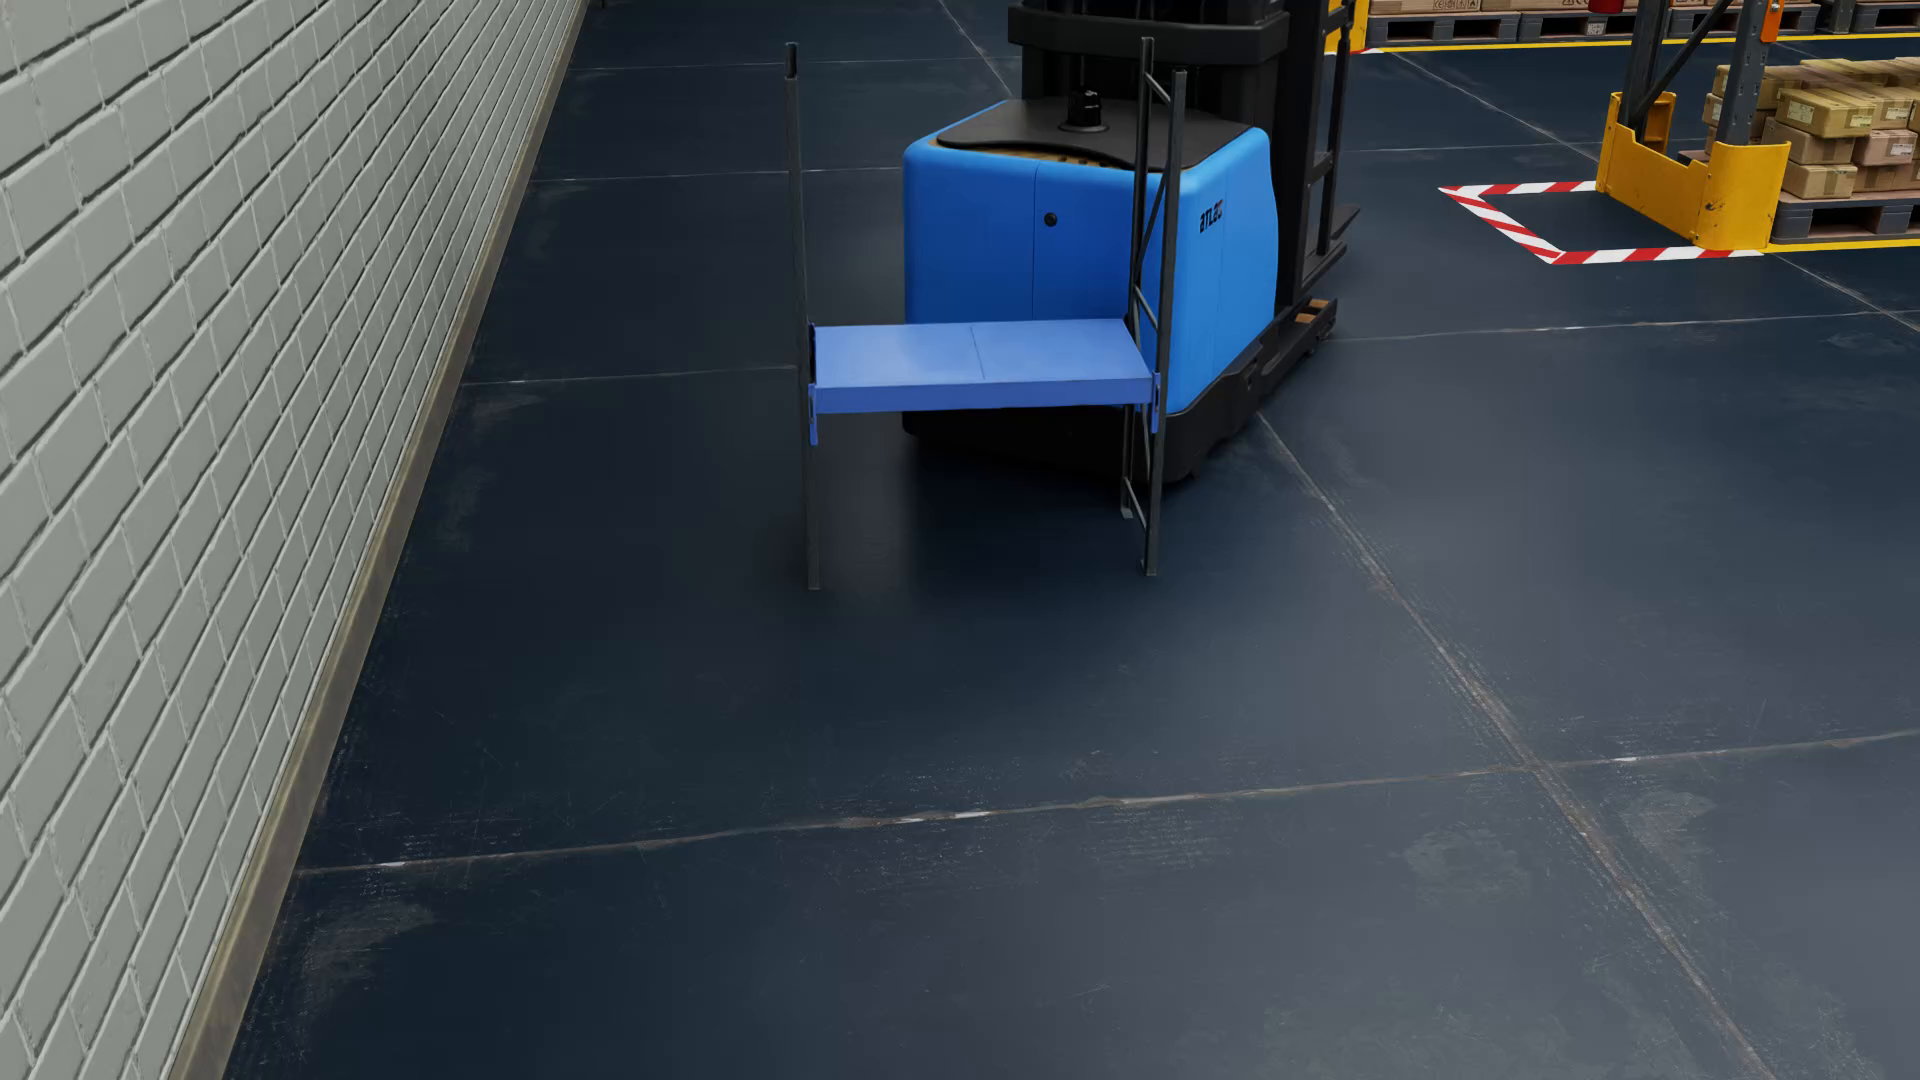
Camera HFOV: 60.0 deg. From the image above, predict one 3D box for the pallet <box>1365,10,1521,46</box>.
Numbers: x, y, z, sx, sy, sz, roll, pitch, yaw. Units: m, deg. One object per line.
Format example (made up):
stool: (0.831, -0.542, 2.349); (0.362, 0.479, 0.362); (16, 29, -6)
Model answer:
pallet: (3.564, -4.057, 12.925); (1.213, 0.211, 1.003); (-4, 27, -7)

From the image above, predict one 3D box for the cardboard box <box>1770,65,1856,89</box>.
cardboard box: (4.318, -2.301, 8.461); (0.250, 0.149, 0.380); (-3, 27, -6)

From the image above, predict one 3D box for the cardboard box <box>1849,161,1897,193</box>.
cardboard box: (4.384, -1.841, 8.214); (0.250, 0.149, 0.380); (-4, 27, -7)

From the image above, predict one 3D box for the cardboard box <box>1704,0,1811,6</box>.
cardboard box: (6.107, -4.521, 13.122); (0.875, 0.438, 0.875); (-4, 27, -8)

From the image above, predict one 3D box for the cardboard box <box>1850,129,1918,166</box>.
cardboard box: (4.406, -1.940, 8.082); (0.250, 0.149, 0.380); (-4, 27, -7)

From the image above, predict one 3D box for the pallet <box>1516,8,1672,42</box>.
pallet: (4.769, -4.133, 13.074); (1.213, 0.211, 1.003); (-4, 27, -7)

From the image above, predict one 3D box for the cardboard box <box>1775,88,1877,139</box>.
cardboard box: (4.139, -2.043, 7.957); (0.250, 0.149, 0.380); (-5, 28, -9)

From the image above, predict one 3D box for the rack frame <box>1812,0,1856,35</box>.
rack frame: (6.744, -5.466, 12.616); (0.127, 3.000, 1.000); (-4, 27, -7)

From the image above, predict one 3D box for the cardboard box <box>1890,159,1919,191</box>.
cardboard box: (4.629, -1.860, 8.251); (0.250, 0.149, 0.380); (-3, 27, -7)

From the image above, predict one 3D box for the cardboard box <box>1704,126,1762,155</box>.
cardboard box: (4.065, -2.026, 8.576); (0.250, 0.149, 0.380); (-3, 27, -6)

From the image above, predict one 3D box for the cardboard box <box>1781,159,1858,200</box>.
cardboard box: (4.136, -1.787, 8.110); (0.250, 0.149, 0.380); (-3, 27, -6)

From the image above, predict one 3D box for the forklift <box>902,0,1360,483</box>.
forklift: (0.905, -2.133, 6.196); (1.130, 2.935, 3.031); (13, 30, 23)

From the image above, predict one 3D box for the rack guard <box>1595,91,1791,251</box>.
rack guard: (3.648, -1.873, 8.352); (0.348, 0.500, 1.175); (-4, 27, -7)

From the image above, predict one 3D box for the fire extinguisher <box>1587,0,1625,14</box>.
fire extinguisher: (3.259, -2.972, 8.250); (0.183, 0.674, 0.296); (-4, 27, -7)

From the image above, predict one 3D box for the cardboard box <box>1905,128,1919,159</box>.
cardboard box: (4.636, -1.996, 8.190); (0.250, 0.149, 0.380); (-3, 27, -6)

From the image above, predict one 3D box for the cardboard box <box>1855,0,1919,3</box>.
cardboard box: (7.347, -4.783, 13.153); (0.875, 0.875, 0.875); (-3, 27, -6)

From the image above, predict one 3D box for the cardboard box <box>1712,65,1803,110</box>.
cardboard box: (4.062, -2.311, 8.480); (0.250, 0.149, 0.380); (-3, 27, -7)

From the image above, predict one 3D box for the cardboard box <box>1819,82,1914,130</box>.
cardboard box: (4.395, -2.115, 8.097); (0.250, 0.149, 0.380); (-3, 27, -6)

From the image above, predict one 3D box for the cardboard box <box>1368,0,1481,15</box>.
cardboard box: (3.422, -4.345, 12.780); (0.875, 0.438, 0.875); (-5, 28, -9)

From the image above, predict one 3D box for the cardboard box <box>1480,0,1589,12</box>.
cardboard box: (4.328, -4.407, 12.900); (0.875, 0.438, 0.875); (-3, 27, -6)

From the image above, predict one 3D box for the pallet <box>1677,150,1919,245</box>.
pallet: (4.457, -1.780, 8.488); (1.213, 0.211, 1.003); (-4, 27, -7)

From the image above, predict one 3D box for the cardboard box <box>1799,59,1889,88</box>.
cardboard box: (4.557, -2.375, 8.605); (0.250, 0.149, 0.380); (-4, 27, -8)

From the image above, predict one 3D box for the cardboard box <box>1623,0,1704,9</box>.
cardboard box: (5.221, -4.464, 13.011); (0.875, 0.438, 0.875); (-4, 27, -9)

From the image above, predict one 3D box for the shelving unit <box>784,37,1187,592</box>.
shelving unit: (0.051, -0.647, 4.868); (1.048, 1.500, 0.538); (-2, 27, -4)

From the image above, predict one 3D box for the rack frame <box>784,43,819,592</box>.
rack frame: (-0.456, -0.627, 4.830); (0.032, 1.500, 0.500); (-2, 27, -4)

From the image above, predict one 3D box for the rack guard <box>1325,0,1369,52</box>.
rack guard: (2.759, -4.098, 12.688); (0.348, 0.500, 1.175); (-4, 27, -7)

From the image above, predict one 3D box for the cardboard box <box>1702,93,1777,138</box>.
cardboard box: (4.055, -2.193, 8.576); (0.250, 0.149, 0.380); (-4, 27, -8)

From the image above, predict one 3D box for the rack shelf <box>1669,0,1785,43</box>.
rack shelf: (5.553, -2.787, 8.184); (4.000, 0.370, 1.077); (-4, 27, -7)

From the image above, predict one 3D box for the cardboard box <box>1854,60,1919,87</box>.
cardboard box: (4.822, -2.363, 8.581); (0.250, 0.149, 0.380); (-5, 28, -9)

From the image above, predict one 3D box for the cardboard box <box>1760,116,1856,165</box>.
cardboard box: (4.127, -1.948, 8.098); (0.250, 0.149, 0.380); (-3, 27, -5)

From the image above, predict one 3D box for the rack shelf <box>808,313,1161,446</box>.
rack shelf: (0.051, -0.487, 4.950); (1.000, 0.185, 0.538); (-2, 27, -4)

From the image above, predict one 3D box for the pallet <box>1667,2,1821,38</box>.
pallet: (5.980, -4.212, 13.228); (1.213, 0.211, 1.003); (-4, 27, -7)

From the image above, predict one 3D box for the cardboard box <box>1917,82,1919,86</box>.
cardboard box: (4.896, -2.126, 8.119); (0.250, 0.149, 0.380); (-5, 28, -10)

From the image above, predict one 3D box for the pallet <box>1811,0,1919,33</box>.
pallet: (7.497, -4.308, 13.415); (1.213, 0.211, 1.003); (-4, 27, -7)

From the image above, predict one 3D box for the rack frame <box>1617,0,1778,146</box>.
rack frame: (3.573, -2.980, 7.772); (0.127, 3.000, 1.000); (-4, 27, -7)

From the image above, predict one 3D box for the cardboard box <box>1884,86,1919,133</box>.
cardboard box: (4.662, -2.073, 8.015); (0.250, 0.149, 0.380); (-4, 27, -7)

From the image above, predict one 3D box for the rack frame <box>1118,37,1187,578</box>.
rack frame: (0.557, -0.667, 4.907); (0.032, 1.500, 0.500); (-2, 27, -4)

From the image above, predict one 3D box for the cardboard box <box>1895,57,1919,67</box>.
cardboard box: (5.081, -2.405, 8.663); (0.250, 0.149, 0.380); (-3, 27, -5)

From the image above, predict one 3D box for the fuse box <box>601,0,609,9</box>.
fuse box: (-2.946, -5.228, 13.564); (0.414, 1.711, 0.539); (-4, 27, -7)
